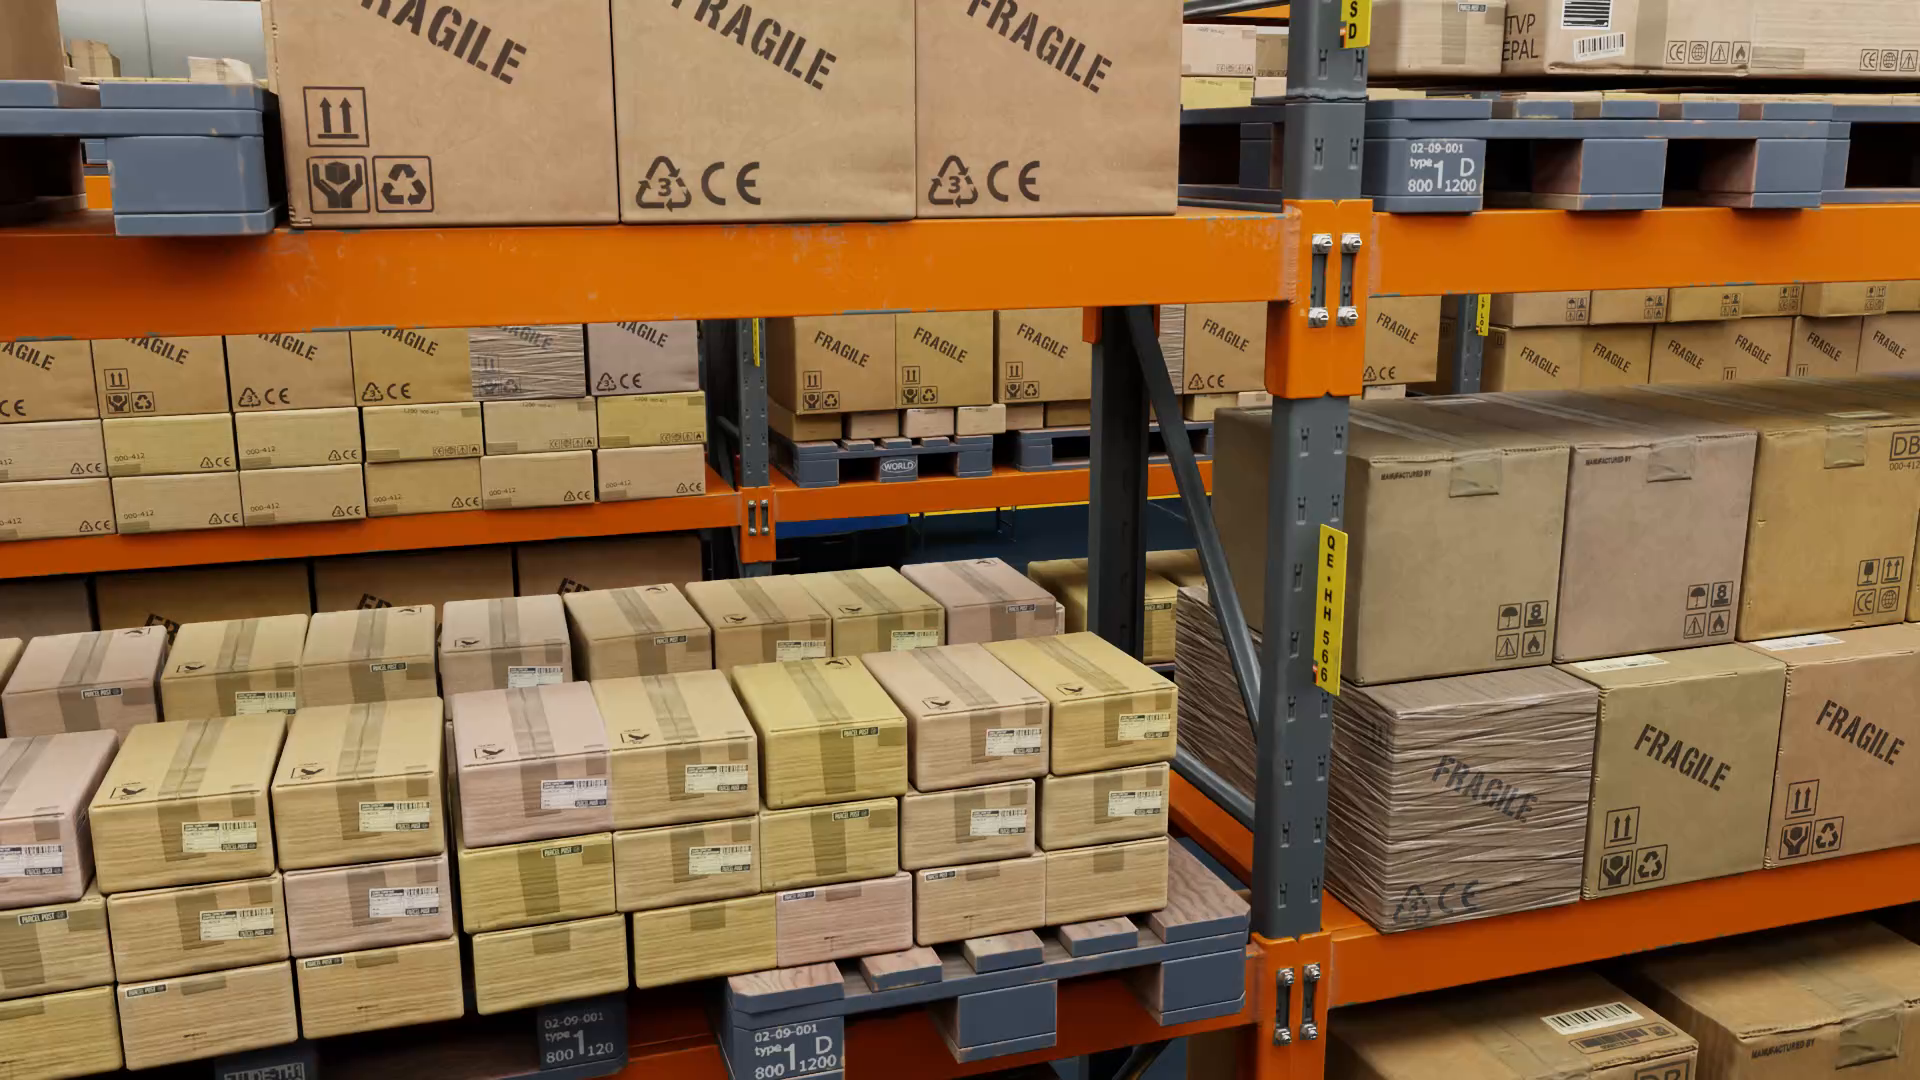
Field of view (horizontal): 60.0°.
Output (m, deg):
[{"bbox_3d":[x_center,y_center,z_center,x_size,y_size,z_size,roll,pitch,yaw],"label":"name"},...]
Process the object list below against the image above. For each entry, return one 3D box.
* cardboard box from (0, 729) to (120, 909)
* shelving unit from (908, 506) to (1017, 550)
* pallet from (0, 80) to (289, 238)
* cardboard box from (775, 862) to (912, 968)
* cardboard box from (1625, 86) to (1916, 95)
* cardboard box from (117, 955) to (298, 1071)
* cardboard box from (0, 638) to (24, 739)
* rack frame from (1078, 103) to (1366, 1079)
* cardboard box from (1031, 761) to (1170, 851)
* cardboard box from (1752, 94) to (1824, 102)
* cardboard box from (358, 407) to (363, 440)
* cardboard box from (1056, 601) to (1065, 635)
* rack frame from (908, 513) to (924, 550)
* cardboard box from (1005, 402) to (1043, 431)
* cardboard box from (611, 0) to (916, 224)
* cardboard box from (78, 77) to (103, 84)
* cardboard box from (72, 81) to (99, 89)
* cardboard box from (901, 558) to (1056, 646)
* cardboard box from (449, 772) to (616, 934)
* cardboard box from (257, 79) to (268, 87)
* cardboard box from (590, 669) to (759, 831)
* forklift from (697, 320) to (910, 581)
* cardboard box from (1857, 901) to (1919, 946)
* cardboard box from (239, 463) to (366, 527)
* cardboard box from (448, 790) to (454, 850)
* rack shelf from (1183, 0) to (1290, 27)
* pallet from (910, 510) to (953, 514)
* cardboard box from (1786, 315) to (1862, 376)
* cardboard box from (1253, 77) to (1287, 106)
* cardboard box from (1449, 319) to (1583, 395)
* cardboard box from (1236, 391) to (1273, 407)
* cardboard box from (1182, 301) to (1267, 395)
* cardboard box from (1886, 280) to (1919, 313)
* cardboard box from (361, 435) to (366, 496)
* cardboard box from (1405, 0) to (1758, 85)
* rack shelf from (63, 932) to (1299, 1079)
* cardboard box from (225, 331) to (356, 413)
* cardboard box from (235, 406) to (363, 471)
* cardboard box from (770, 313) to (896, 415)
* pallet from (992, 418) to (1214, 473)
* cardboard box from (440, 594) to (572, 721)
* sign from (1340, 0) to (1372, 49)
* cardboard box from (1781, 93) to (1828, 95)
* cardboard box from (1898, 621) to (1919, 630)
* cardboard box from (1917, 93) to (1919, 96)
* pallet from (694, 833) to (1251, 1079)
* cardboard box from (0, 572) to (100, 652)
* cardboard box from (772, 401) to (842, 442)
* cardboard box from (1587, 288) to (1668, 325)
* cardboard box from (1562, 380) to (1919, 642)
[{"bbox_3d":[-1.506,0.443,2.648,0.250,0.149,0.380,-4,14,-16],"label":"cardboard box"},{"bbox_3d":[0.006,-0.730,12.471,0.755,1.500,0.431,-4,14,-18],"label":"shelving unit"},{"bbox_3d":[-1.650,-0.629,2.729,1.003,0.211,1.213,-4,14,-18],"label":"pallet"},{"bbox_3d":[-0.261,0.635,3.126,0.250,0.149,0.380,-4,14,-17],"label":"cardboard box"},{"bbox_3d":[2.098,-1.408,4.256,0.500,0.500,0.500,-4,14,-18],"label":"cardboard box"},{"bbox_3d":[-1.255,0.713,2.800,0.250,0.149,0.380,-5,14,-21],"label":"cardboard box"},{"bbox_3d":[-1.950,0.319,3.170,0.250,0.149,0.380,-5,14,-20],"label":"cardboard box"},{"bbox_3d":[0.540,0.543,3.878,0.127,3.000,1.000,-4,14,-18],"label":"rack frame"},{"bbox_3d":[0.217,0.453,3.251,0.250,0.149,0.380,-4,14,-17],"label":"cardboard box"},{"bbox_3d":[4.603,-2.446,9.642,0.500,0.250,0.500,-4,14,-18],"label":"cardboard box"},{"bbox_3d":[-3.145,-0.616,7.993,0.500,0.250,0.500,-4,14,-17],"label":"cardboard box"},{"bbox_3d":[0.101,0.443,9.068,0.625,0.372,0.950,-5,14,-19],"label":"cardboard box"},{"bbox_3d":[-0.341,-0.703,12.358,0.023,1.500,0.400,-4,14,-18],"label":"rack frame"},{"bbox_3d":[0.256,-0.675,8.632,0.250,0.149,0.380,-4,14,-15],"label":"cardboard box"},{"bbox_3d":[-0.390,-0.827,2.940,0.500,0.500,0.500,-4,14,-18],"label":"cardboard box"},{"bbox_3d":[-5.859,-3.024,11.169,0.250,0.149,0.380,-4,14,-17],"label":"cardboard box"},{"bbox_3d":[-3.615,-1.806,6.871,0.250,0.166,0.380,-5,14,-22],"label":"cardboard box"},{"bbox_3d":[0.036,0.163,3.823,0.250,0.149,0.380,-4,14,-18],"label":"cardboard box"},{"bbox_3d":[-0.758,0.529,2.930,0.250,0.149,0.380,-5,14,-18],"label":"cardboard box"},{"bbox_3d":[-4.890,-3.099,11.484,0.250,0.149,0.380,-4,14,-18],"label":"cardboard box"},{"bbox_3d":[-0.517,0.366,2.971,0.250,0.149,0.380,-4,14,-16],"label":"cardboard box"},{"bbox_3d":[-1.911,-1.191,11.317,3.031,2.935,1.130,-6,15,-25],"label":"forklift"},{"bbox_3d":[2.856,1.274,4.759,0.750,0.750,1.050,-4,14,-18],"label":"cardboard box"},{"bbox_3d":[-2.967,-0.249,7.533,0.500,0.250,0.500,-5,14,-19],"label":"cardboard box"},{"bbox_3d":[-0.965,0.530,3.568,0.250,0.149,0.380,-4,14,-16],"label":"cardboard box"},{"bbox_3d":[2.965,-4.440,14.283,4.000,0.370,1.077,-4,14,-18],"label":"rack shelf"},{"bbox_3d":[-0.774,-0.408,13.903,1.213,0.211,1.003,-4,14,-18],"label":"pallet"},{"bbox_3d":[5.070,-1.146,10.121,0.500,0.500,0.500,-5,14,-18],"label":"cardboard box"},{"bbox_3d":[1.668,-2.310,8.806,0.500,0.250,0.500,-4,14,-17],"label":"cardboard box"},{"bbox_3d":[3.162,-0.995,9.485,0.500,0.500,0.500,-4,14,-18],"label":"cardboard box"},{"bbox_3d":[1.528,-0.752,8.957,0.250,0.149,0.380,-4,14,-18],"label":"cardboard box"},{"bbox_3d":[1.331,-1.070,8.892,0.500,0.500,0.500,-4,14,-16],"label":"cardboard box"},{"bbox_3d":[5.551,-1.684,10.221,0.500,0.500,0.700,-4,14,-18],"label":"cardboard box"},{"bbox_3d":[-3.125,-0.365,8.019,0.500,0.250,0.500,-4,14,-18],"label":"cardboard box"},{"bbox_3d":[1.296,-1.131,3.502,0.500,0.311,0.500,-4,14,-18],"label":"cardboard box"},{"bbox_3d":[-1.356,1.041,3.340,4.000,0.370,1.077,-4,14,-18],"label":"rack shelf"},{"bbox_3d":[-2.980,-0.864,7.416,0.500,0.500,0.500,-5,14,-19],"label":"cardboard box"},{"bbox_3d":[-2.968,-0.495,7.484,0.500,0.250,0.500,-5,14,-20],"label":"cardboard box"},{"bbox_3d":[-0.634,-0.915,8.242,0.500,0.500,0.500,-5,14,-20],"label":"cardboard box"},{"bbox_3d":[0.729,-0.597,9.085,1.213,0.211,1.003,-4,14,-18],"label":"pallet"},{"bbox_3d":[-0.955,0.241,3.499,0.250,0.149,0.380,-4,14,-15],"label":"cardboard box"},{"bbox_3d":[0.711,-1.049,2.970,0.005,0.325,0.100,-4,14,-18],"label":"sign"},{"bbox_3d":[4.779,-2.640,9.598,0.250,0.149,0.380,-4,14,-17],"label":"cardboard box"},{"bbox_3d":[2.484,0.409,4.225,0.500,0.500,0.500,-5,14,-19],"label":"cardboard box"},{"bbox_3d":[5.729,-2.727,9.964,0.250,0.149,0.380,-5,14,-19],"label":"cardboard box"},{"bbox_3d":[-0.102,0.712,3.580,1.003,0.211,1.213,-4,14,-18],"label":"pallet"},{"bbox_3d":[-4.364,0.526,7.633,0.875,0.875,0.875,-4,14,-16],"label":"cardboard box"},{"bbox_3d":[-0.767,-0.600,8.320,0.250,0.149,0.380,-5,14,-21],"label":"cardboard box"},{"bbox_3d":[3.634,-1.528,9.565,0.500,0.500,0.700,-4,14,-18],"label":"cardboard box"},{"bbox_3d":[1.933,-0.099,4.200,0.500,0.500,0.700,-5,14,-19],"label":"cardboard box"}]
